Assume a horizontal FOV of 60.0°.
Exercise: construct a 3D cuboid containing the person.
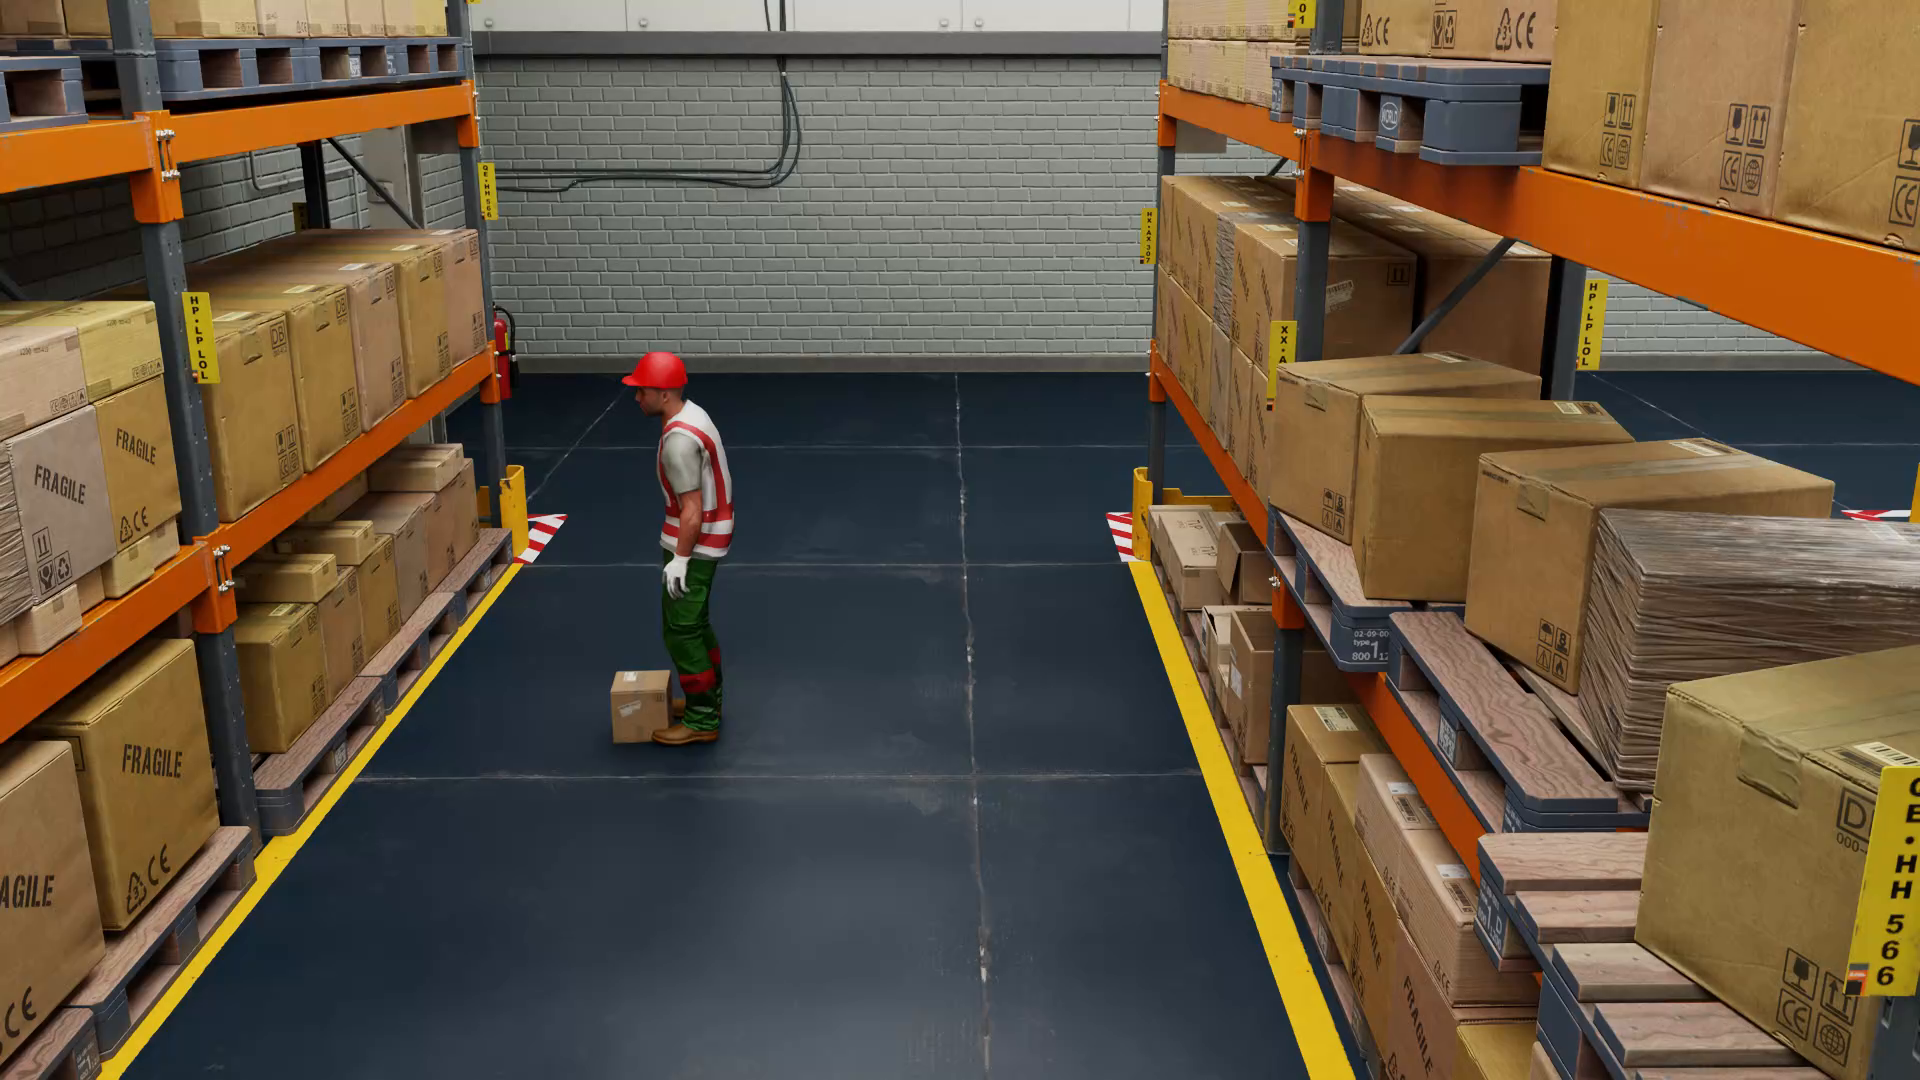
[{"bbox_3d":[-1.231,0.034,7.410,0.452,1.777,0.610,-1,17,-4],"label":"person"}]
